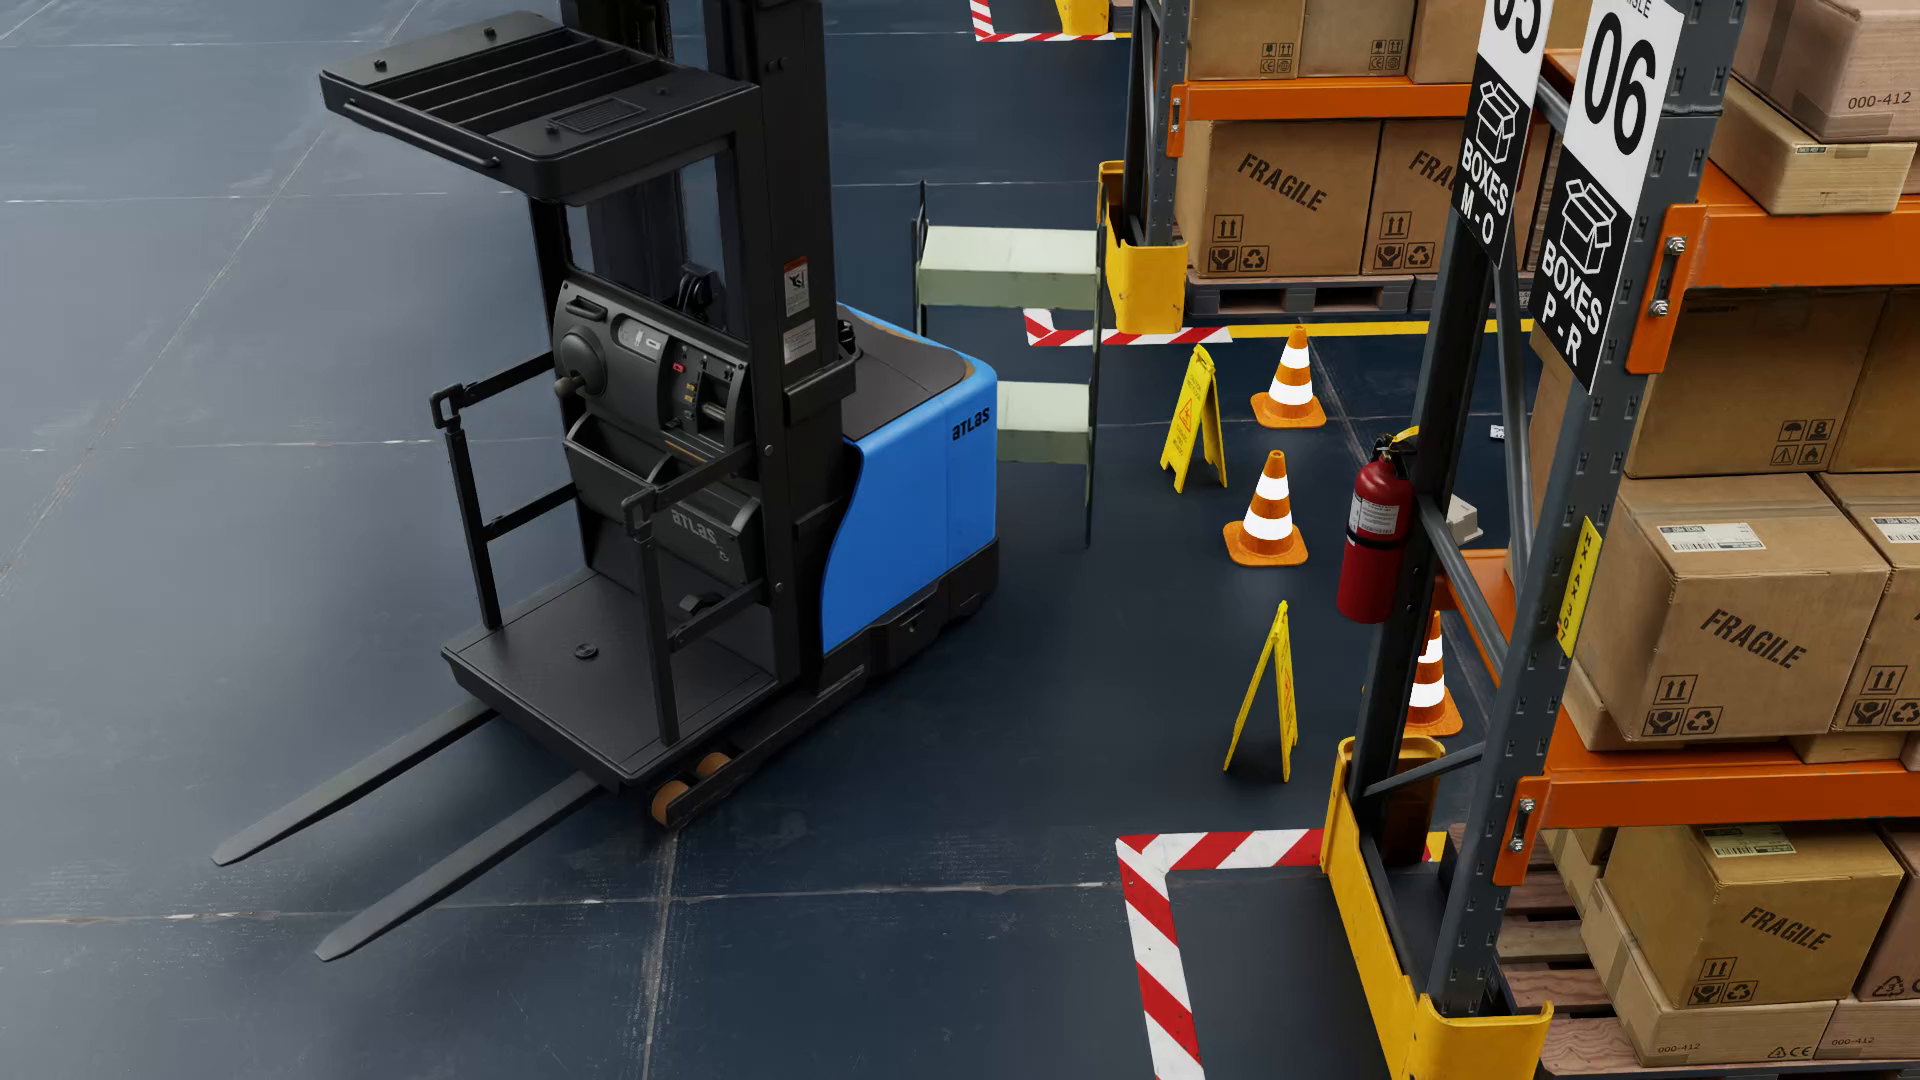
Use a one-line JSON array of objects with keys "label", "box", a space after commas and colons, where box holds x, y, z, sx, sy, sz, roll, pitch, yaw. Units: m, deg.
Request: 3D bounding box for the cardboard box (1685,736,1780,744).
[{"label": "cardboard box", "box": [1.948, 0.350, 4.329, 0.250, 0.149, 0.380, -1, 35, -2]}]

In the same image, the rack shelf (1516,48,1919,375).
[{"label": "rack shelf", "box": [3.345, -0.838, 3.822, 4.000, 0.370, 1.077, -2, 35, -2]}]

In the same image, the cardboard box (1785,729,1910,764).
[{"label": "cardboard box", "box": [2.217, 0.389, 4.273, 0.250, 0.149, 0.380, -3, 35, -4]}]

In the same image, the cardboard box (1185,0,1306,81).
[{"label": "cardboard box", "box": [1.381, -2.755, 8.464, 0.550, 0.550, 0.875, -2, 35, -2]}]

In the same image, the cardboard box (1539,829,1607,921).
[{"label": "cardboard box", "box": [2.166, 0.936, 5.309, 0.500, 0.250, 0.500, -2, 35, -2]}]

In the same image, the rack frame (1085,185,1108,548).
[{"label": "rack frame", "box": [0.566, -0.696, 6.937, 0.023, 1.500, 0.400, 2, 35, 3]}]

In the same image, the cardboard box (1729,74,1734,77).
[{"label": "cardboard box", "box": [1.691, -1.145, 3.854, 0.250, 0.149, 0.380, -1, 35, -2]}]

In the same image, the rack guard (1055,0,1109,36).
[{"label": "rack guard", "box": [0.954, -4.454, 13.247, 0.348, 0.500, 1.175, -2, 35, -2]}]

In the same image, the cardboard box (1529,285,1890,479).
[{"label": "cardboard box", "box": [1.848, -0.559, 4.194, 0.500, 0.500, 0.700, -2, 35, -3]}]

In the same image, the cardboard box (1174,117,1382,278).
[{"label": "cardboard box", "box": [1.687, -2.013, 9.020, 0.875, 0.875, 0.875, -1, 35, -2]}]

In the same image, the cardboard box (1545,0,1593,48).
[{"label": "cardboard box", "box": [3.022, -2.764, 8.476, 0.500, 0.550, 0.875, -2, 35, -2]}]

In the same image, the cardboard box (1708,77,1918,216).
[{"label": "cardboard box", "box": [1.694, -0.801, 3.357, 0.250, 0.149, 0.380, -2, 35, -2]}]

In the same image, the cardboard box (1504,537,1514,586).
[{"label": "cardboard box", "box": [1.711, 0.125, 4.654, 0.250, 0.149, 0.380, 0, 35, -1]}]

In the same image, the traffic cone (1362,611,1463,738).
[{"label": "traffic cone", "box": [1.716, 0.452, 6.191, 0.334, 0.463, 0.336, -2, 35, -2]}]

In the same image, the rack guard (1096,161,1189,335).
[{"label": "rack guard", "box": [0.988, -1.629, 9.165, 0.348, 0.500, 1.175, -2, 35, -2]}]

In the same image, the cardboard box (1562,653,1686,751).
[{"label": "cardboard box", "box": [1.697, 0.365, 4.307, 0.250, 0.149, 0.380, -1, 35, -2]}]

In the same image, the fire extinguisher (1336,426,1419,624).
[{"label": "fire extinguisher", "box": [1.211, -0.074, 4.789, 0.183, 0.674, 0.296, -2, 35, -2]}]

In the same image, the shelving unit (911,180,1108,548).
[{"label": "shelving unit", "box": [0.201, -0.710, 6.958, 0.755, 1.500, 0.431, 2, 35, 3]}]

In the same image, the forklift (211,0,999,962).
[{"label": "forklift", "box": [-1.183, -0.524, 5.432, 1.130, 2.935, 3.031, 26, 42, 32]}]

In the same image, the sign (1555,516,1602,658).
[{"label": "sign", "box": [1.373, 0.106, 3.701, 0.005, 0.325, 0.100, -2, 35, -2]}]

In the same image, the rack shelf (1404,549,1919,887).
[{"label": "rack shelf", "box": [3.345, 0.395, 4.675, 4.000, 0.370, 1.077, -2, 35, -2]}]

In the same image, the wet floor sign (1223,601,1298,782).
[{"label": "wet floor sign", "box": [1.107, 0.518, 5.934, 0.232, 0.644, 0.267, 10, 36, 14]}]

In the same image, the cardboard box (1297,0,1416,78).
[{"label": "cardboard box", "box": [1.929, -2.782, 8.503, 0.550, 0.550, 0.875, -2, 35, -2]}]

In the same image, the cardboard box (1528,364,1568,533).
[{"label": "cardboard box", "box": [1.877, -0.181, 4.527, 0.500, 0.500, 0.500, -2, 35, -3]}]

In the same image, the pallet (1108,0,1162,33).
[{"label": "pallet", "box": [1.768, -4.337, 13.332, 1.213, 0.211, 1.003, -2, 35, -2]}]

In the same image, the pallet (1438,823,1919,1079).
[{"label": "pallet", "box": [2.237, 1.296, 5.192, 1.213, 0.211, 1.003, -2, 35, -2]}]

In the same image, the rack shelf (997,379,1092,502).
[{"label": "rack shelf", "box": [0.201, -0.442, 7.144, 0.720, 0.370, 0.431, 2, 35, 3]}]

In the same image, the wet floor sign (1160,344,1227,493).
[{"label": "wet floor sign", "box": [1.077, -0.563, 7.497, 0.232, 0.644, 0.267, -7, 35, -10]}]

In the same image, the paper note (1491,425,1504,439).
[{"label": "paper note", "box": [2.617, -0.512, 7.965, 0.142, 0.017, 0.144, 10, 36, 14]}]

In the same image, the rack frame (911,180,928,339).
[{"label": "rack frame", "box": [-0.164, -0.725, 6.979, 0.023, 1.500, 0.400, 2, 35, 3]}]

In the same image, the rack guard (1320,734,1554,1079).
[{"label": "rack guard", "box": [1.423, 1.179, 5.107, 0.348, 0.500, 1.175, -2, 35, -2]}]

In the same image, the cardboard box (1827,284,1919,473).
[{"label": "cardboard box", "box": [2.353, -0.569, 4.208, 0.500, 0.500, 0.700, -1, 35, -2]}]

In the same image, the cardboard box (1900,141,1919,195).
[{"label": "cardboard box", "box": [1.952, -0.859, 3.441, 0.250, 0.149, 0.380, -3, 35, -4]}]

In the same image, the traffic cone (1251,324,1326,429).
[{"label": "traffic cone", "box": [1.610, -0.822, 8.031, 0.334, 0.463, 0.336, -2, 35, -2]}]

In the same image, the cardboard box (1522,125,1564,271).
[{"label": "cardboard box", "box": [3.476, -2.061, 9.090, 0.875, 0.875, 0.875, -1, 35, -2]}]

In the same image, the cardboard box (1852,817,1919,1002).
[{"label": "cardboard box", "box": [2.712, 0.921, 4.672, 0.500, 0.500, 0.500, -3, 35, -4]}]

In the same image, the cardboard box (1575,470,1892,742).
[{"label": "cardboard box", "box": [1.834, 0.135, 4.070, 0.500, 0.500, 0.500, -2, 35, -3]}]

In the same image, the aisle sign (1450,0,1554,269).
[{"label": "aisle sign", "box": [1.272, -1.079, 3.889, 0.004, 0.787, 0.394, -2, 35, -2]}]

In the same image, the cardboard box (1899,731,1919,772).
[{"label": "cardboard box", "box": [2.473, 0.408, 4.245, 0.250, 0.149, 0.380, -1, 35, -1]}]

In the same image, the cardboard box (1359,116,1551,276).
[{"label": "cardboard box", "box": [2.565, -2.038, 9.056, 0.875, 0.875, 0.875, -2, 35, -3]}]

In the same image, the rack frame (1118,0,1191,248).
[{"label": "rack frame", "box": [1.012, -2.658, 8.455, 0.127, 3.000, 1.000, -2, 35, -2]}]

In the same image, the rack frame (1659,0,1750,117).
[{"label": "rack frame", "box": [1.348, -2.314, 2.686, 0.127, 3.000, 1.000, -2, 35, -2]}]

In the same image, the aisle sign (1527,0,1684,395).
[{"label": "aisle sign", "box": [1.300, -0.738, 3.396, 0.004, 0.787, 0.394, -2, 35, -2]}]

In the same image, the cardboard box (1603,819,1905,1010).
[{"label": "cardboard box", "box": [2.190, 0.937, 4.648, 0.500, 0.500, 0.500, -3, 35, -4]}]

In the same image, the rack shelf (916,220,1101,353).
[{"label": "rack shelf", "box": [0.201, -1.031, 6.736, 0.720, 0.370, 0.431, 2, 35, 3]}]

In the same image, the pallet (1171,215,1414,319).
[{"label": "pallet", "box": [1.807, -1.577, 9.344, 1.213, 0.211, 1.003, -2, 35, -2]}]

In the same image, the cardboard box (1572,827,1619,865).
[{"label": "cardboard box", "box": [2.136, 0.633, 5.088, 0.500, 0.500, 0.500, -1, 35, -2]}]

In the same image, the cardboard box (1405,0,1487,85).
[{"label": "cardboard box", "box": [2.494, -2.726, 8.422, 0.550, 0.550, 0.875, -2, 35, -2]}]

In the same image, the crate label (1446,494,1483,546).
[{"label": "crate label", "box": [2.106, -0.093, 7.264, 0.298, 0.136, 0.250, -20, 39, -26]}]

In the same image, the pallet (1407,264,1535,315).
[{"label": "pallet", "box": [3.023, -1.608, 9.389, 1.213, 0.211, 1.003, -2, 35, -2]}]

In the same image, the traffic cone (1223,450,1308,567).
[{"label": "traffic cone", "box": [1.324, -0.170, 7.089, 0.334, 0.463, 0.336, -2, 35, -2]}]

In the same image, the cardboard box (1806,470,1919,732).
[{"label": "cardboard box", "box": [2.351, 0.119, 4.093, 0.500, 0.500, 0.500, -1, 35, -1]}]

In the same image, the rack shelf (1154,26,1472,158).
[{"label": "rack shelf", "box": [3.010, -2.416, 8.737, 4.000, 0.370, 1.077, -2, 35, -2]}]

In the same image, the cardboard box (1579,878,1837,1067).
[{"label": "cardboard box", "box": [2.166, 1.247, 4.860, 0.500, 0.250, 0.500, -2, 35, -3]}]

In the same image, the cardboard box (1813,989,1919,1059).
[{"label": "cardboard box", "box": [2.677, 1.237, 4.874, 0.500, 0.250, 0.500, 0, 35, -1]}]

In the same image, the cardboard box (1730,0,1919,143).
[{"label": "cardboard box", "box": [1.862, -1.003, 3.298, 0.500, 0.250, 0.500, -2, 35, -3]}]

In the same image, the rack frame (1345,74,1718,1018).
[{"label": "rack frame", "box": [1.348, 0.153, 4.393, 0.127, 3.000, 1.000, -2, 35, -2]}]
